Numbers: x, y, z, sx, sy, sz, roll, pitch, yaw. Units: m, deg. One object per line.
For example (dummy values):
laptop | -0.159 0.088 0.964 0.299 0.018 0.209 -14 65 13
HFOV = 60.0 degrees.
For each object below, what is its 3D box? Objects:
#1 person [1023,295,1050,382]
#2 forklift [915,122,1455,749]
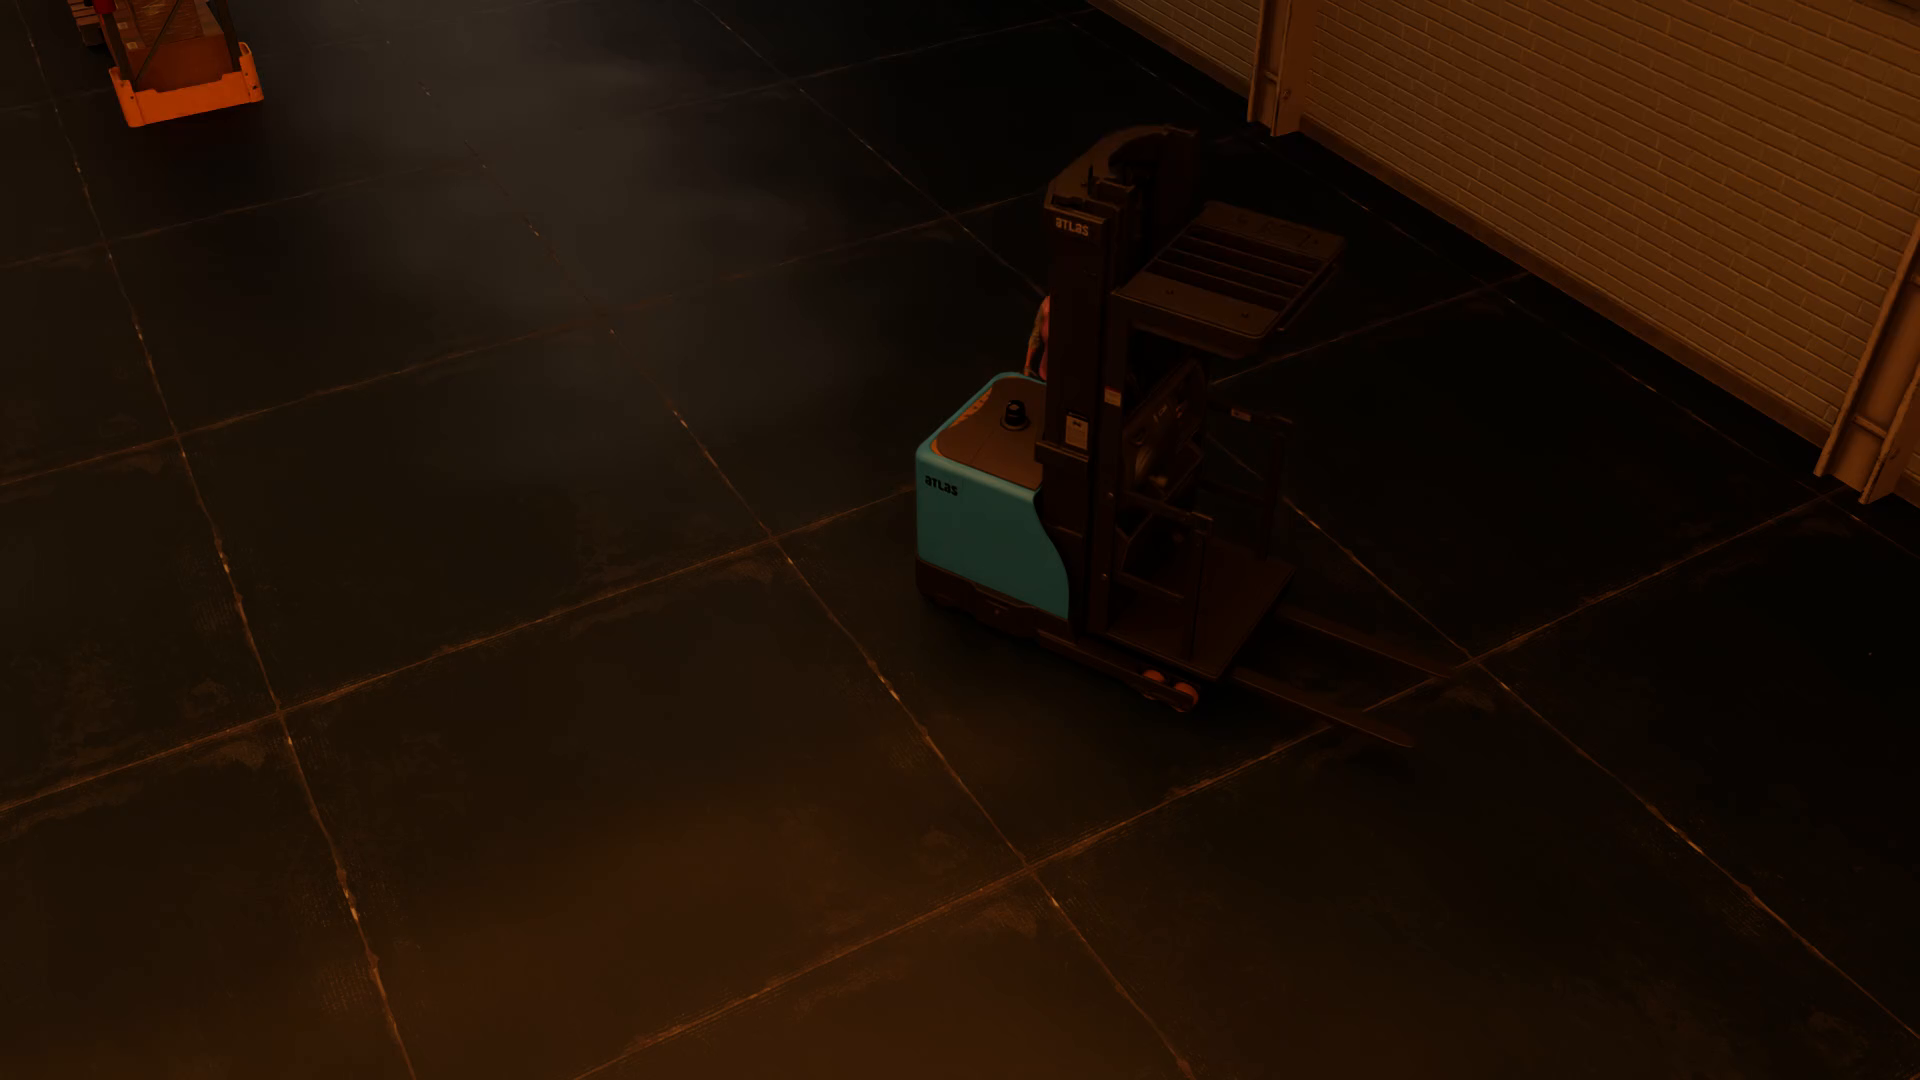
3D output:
person | 0.681 -0.993 10.300 0.654 1.574 0.324 21 44 23
forklift | 1.257 -0.565 8.717 3.031 2.935 1.130 22 44 24
